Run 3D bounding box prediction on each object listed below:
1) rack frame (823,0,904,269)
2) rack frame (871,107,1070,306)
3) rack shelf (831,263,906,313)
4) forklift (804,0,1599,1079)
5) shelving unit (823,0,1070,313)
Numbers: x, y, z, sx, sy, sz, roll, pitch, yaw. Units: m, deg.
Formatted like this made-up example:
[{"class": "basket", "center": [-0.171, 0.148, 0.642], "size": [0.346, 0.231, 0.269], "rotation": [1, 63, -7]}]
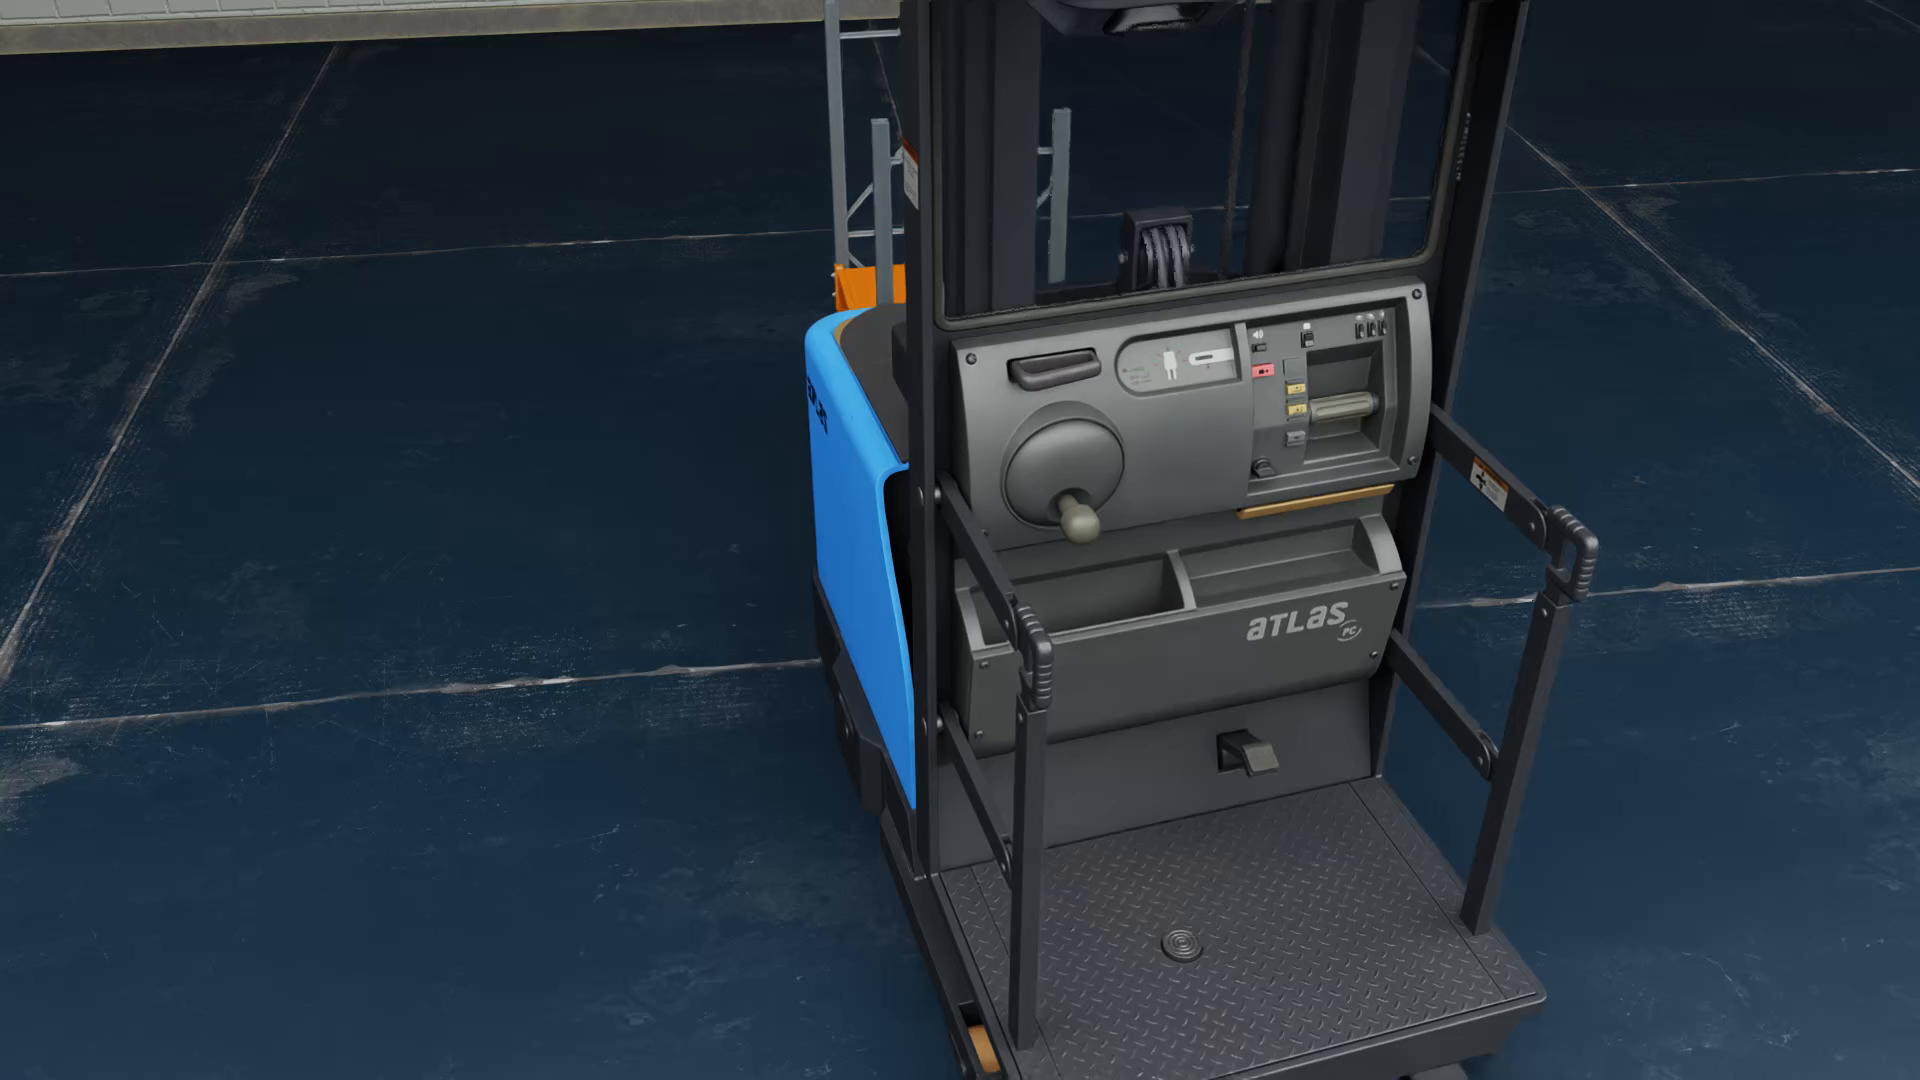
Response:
[{"class": "rack frame", "center": [-0.158, -1.001, 5.387], "size": [0.500, 1.500, 0.032], "rotation": [-6, 35, -9]}, {"class": "rack frame", "center": [0.028, -0.438, 4.561], "size": [0.500, 1.500, 0.032], "rotation": [-6, 35, -9]}, {"class": "rack shelf", "center": [-0.065, -0.571, 5.075], "size": [0.538, 0.185, 1.000], "rotation": [-6, 35, -9]}, {"class": "forklift", "center": [0.512, -0.177, 2.908], "size": [1.130, 2.935, 3.031], "rotation": [-10, 35, -14]}, {"class": "shelving unit", "center": [-0.064, -0.715, 4.967], "size": [0.587, 1.500, 1.083], "rotation": [-6, 35, -9]}]
